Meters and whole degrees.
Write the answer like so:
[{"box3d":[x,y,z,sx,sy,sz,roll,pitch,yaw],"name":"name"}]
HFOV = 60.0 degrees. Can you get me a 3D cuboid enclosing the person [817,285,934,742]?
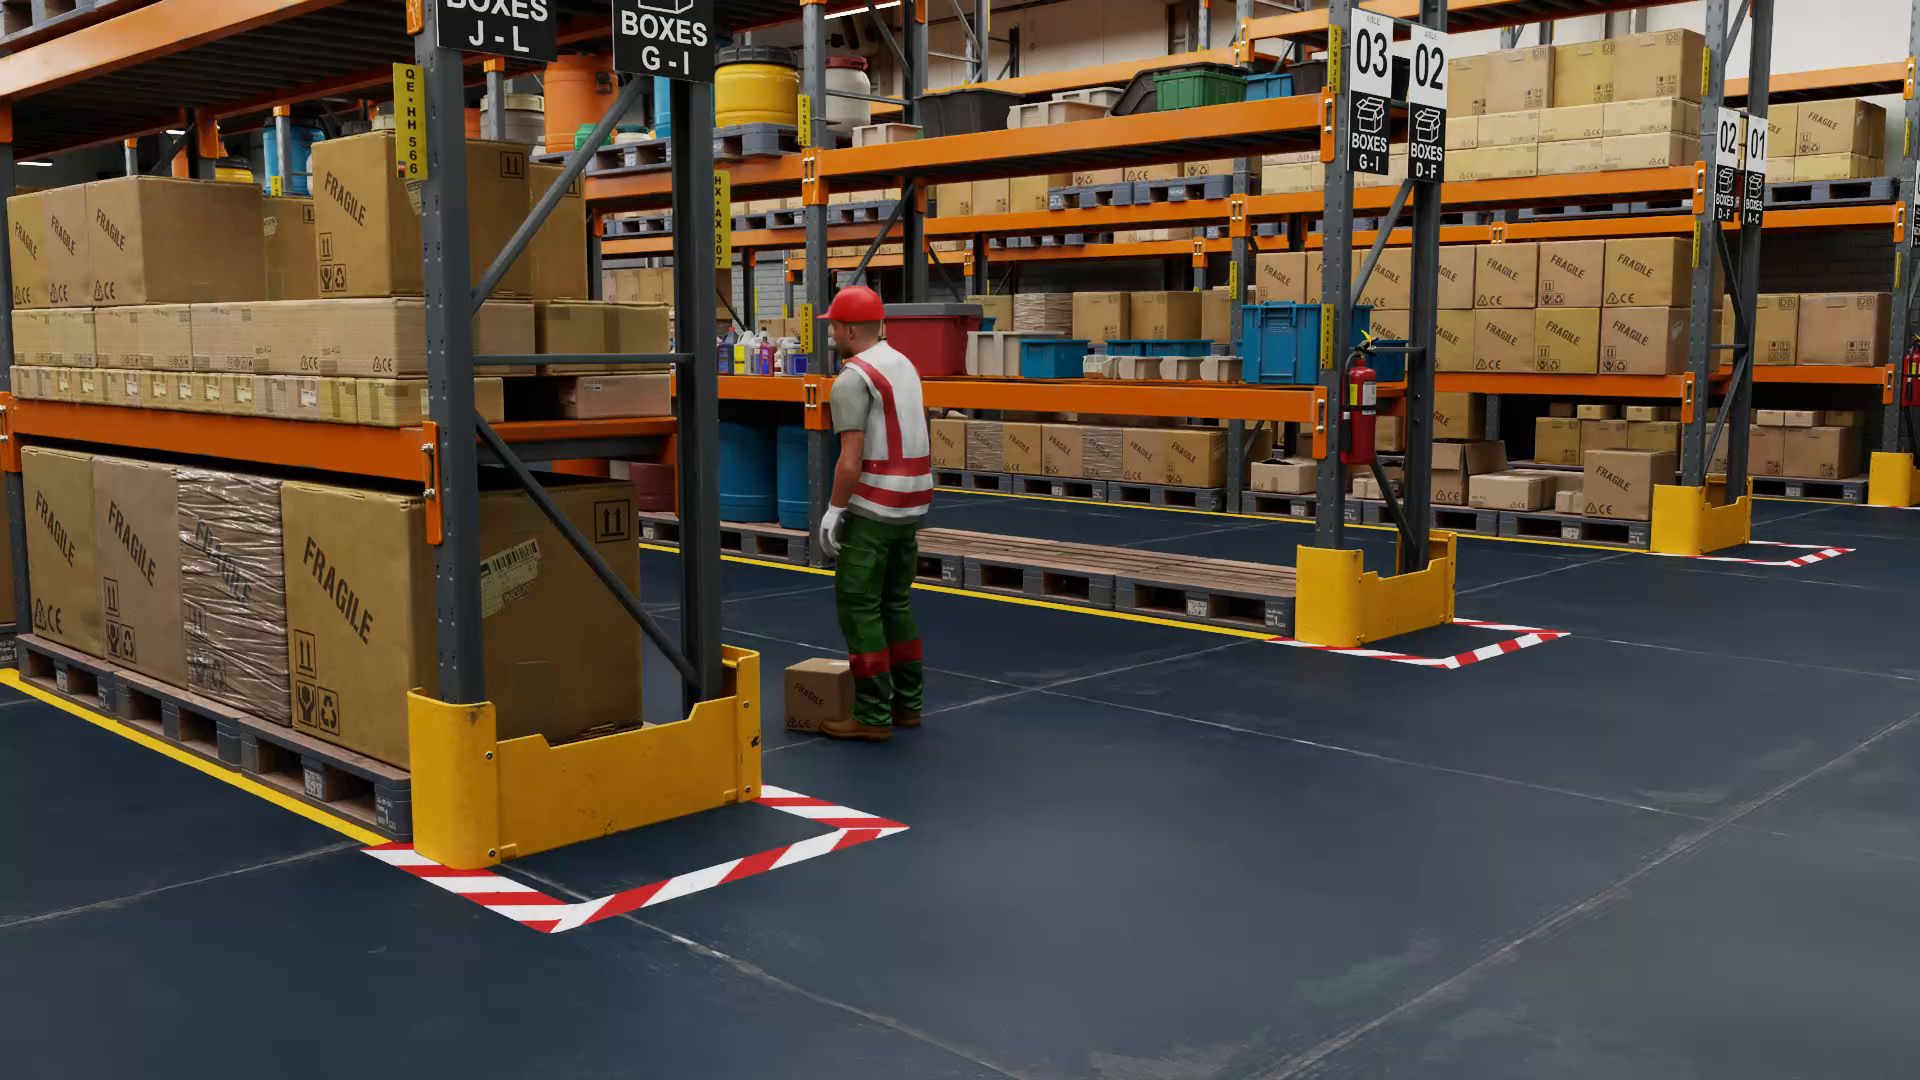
[{"box3d":[-0.342,-0.111,6.600,0.448,1.780,0.597,4,8,29],"name":"person"}]
